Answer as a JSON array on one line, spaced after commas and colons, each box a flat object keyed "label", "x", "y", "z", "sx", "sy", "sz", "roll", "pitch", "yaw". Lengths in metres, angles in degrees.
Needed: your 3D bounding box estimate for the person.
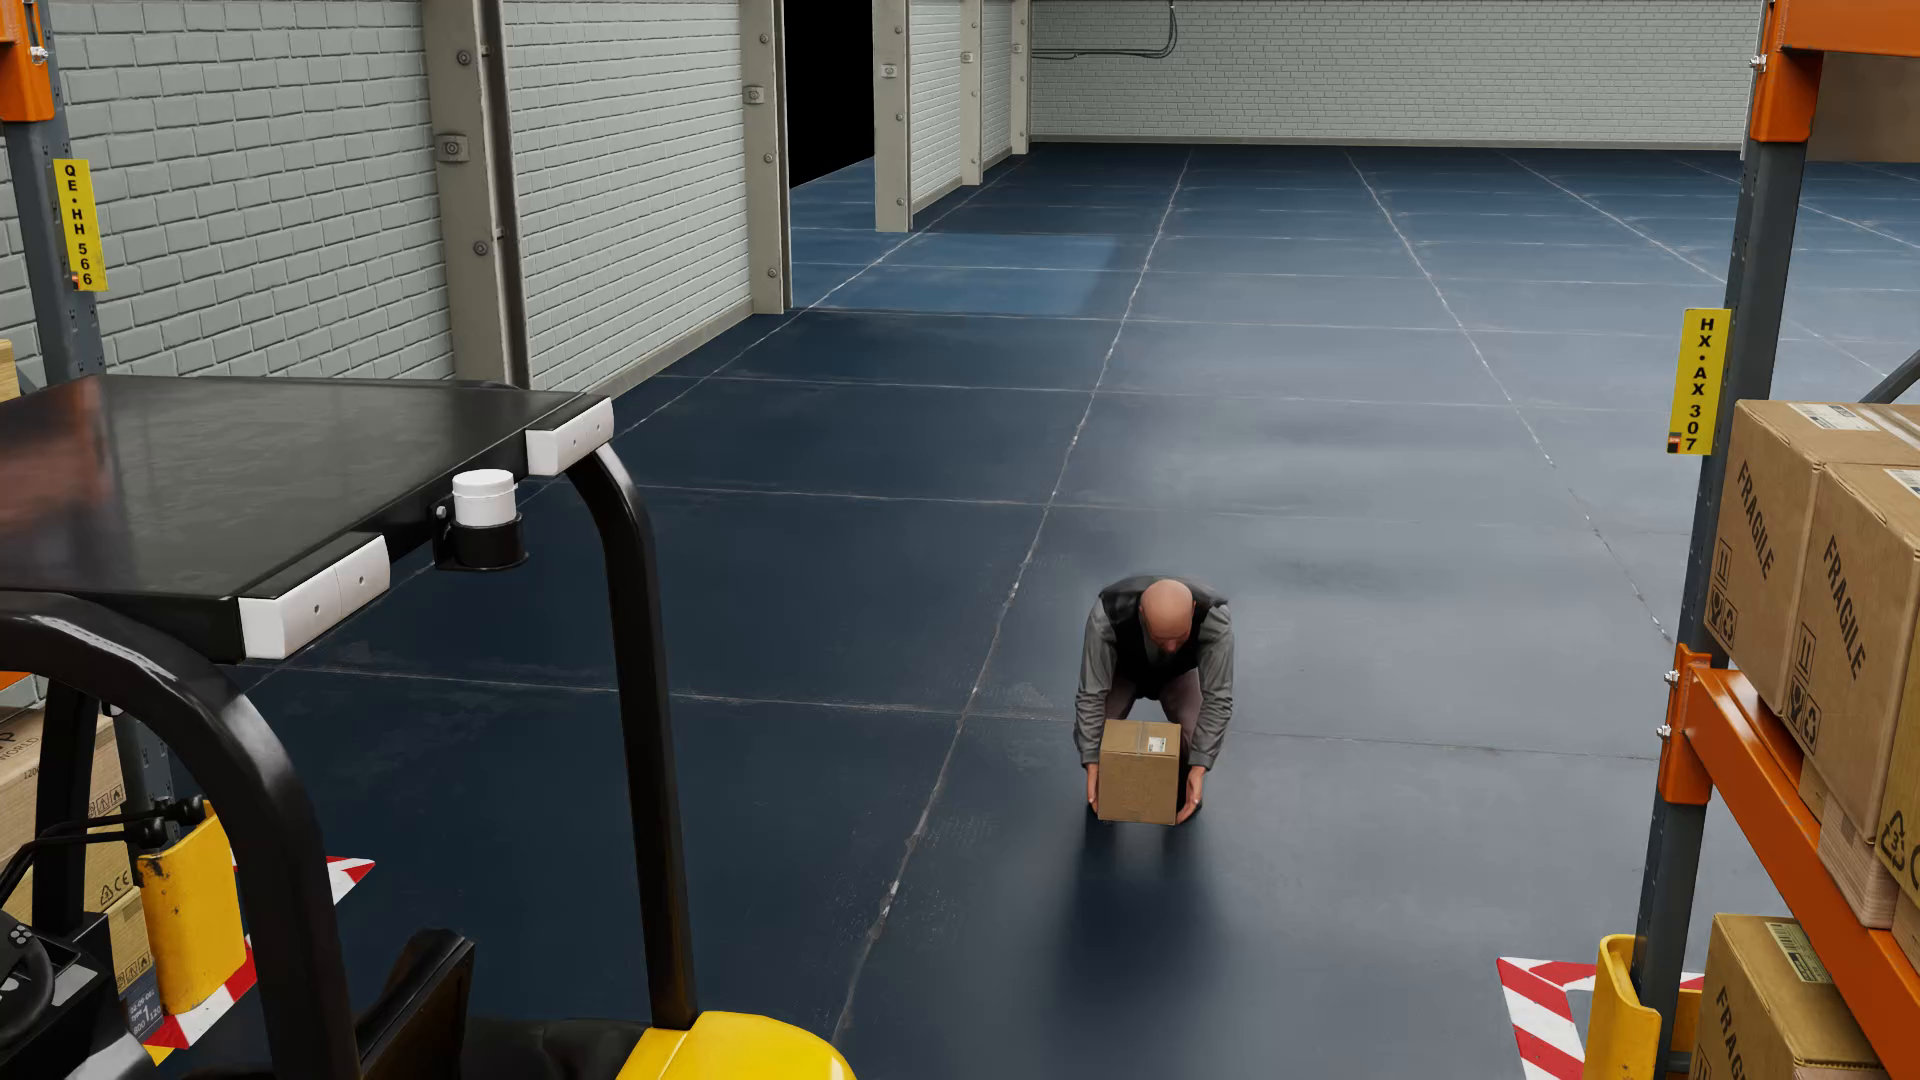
[{"label": "person", "x": 0.671, "y": 0.480, "z": 5.741, "sx": 0.539, "sy": 0.923, "sz": 0.873, "roll": 3, "pitch": 18, "yaw": 9}]
